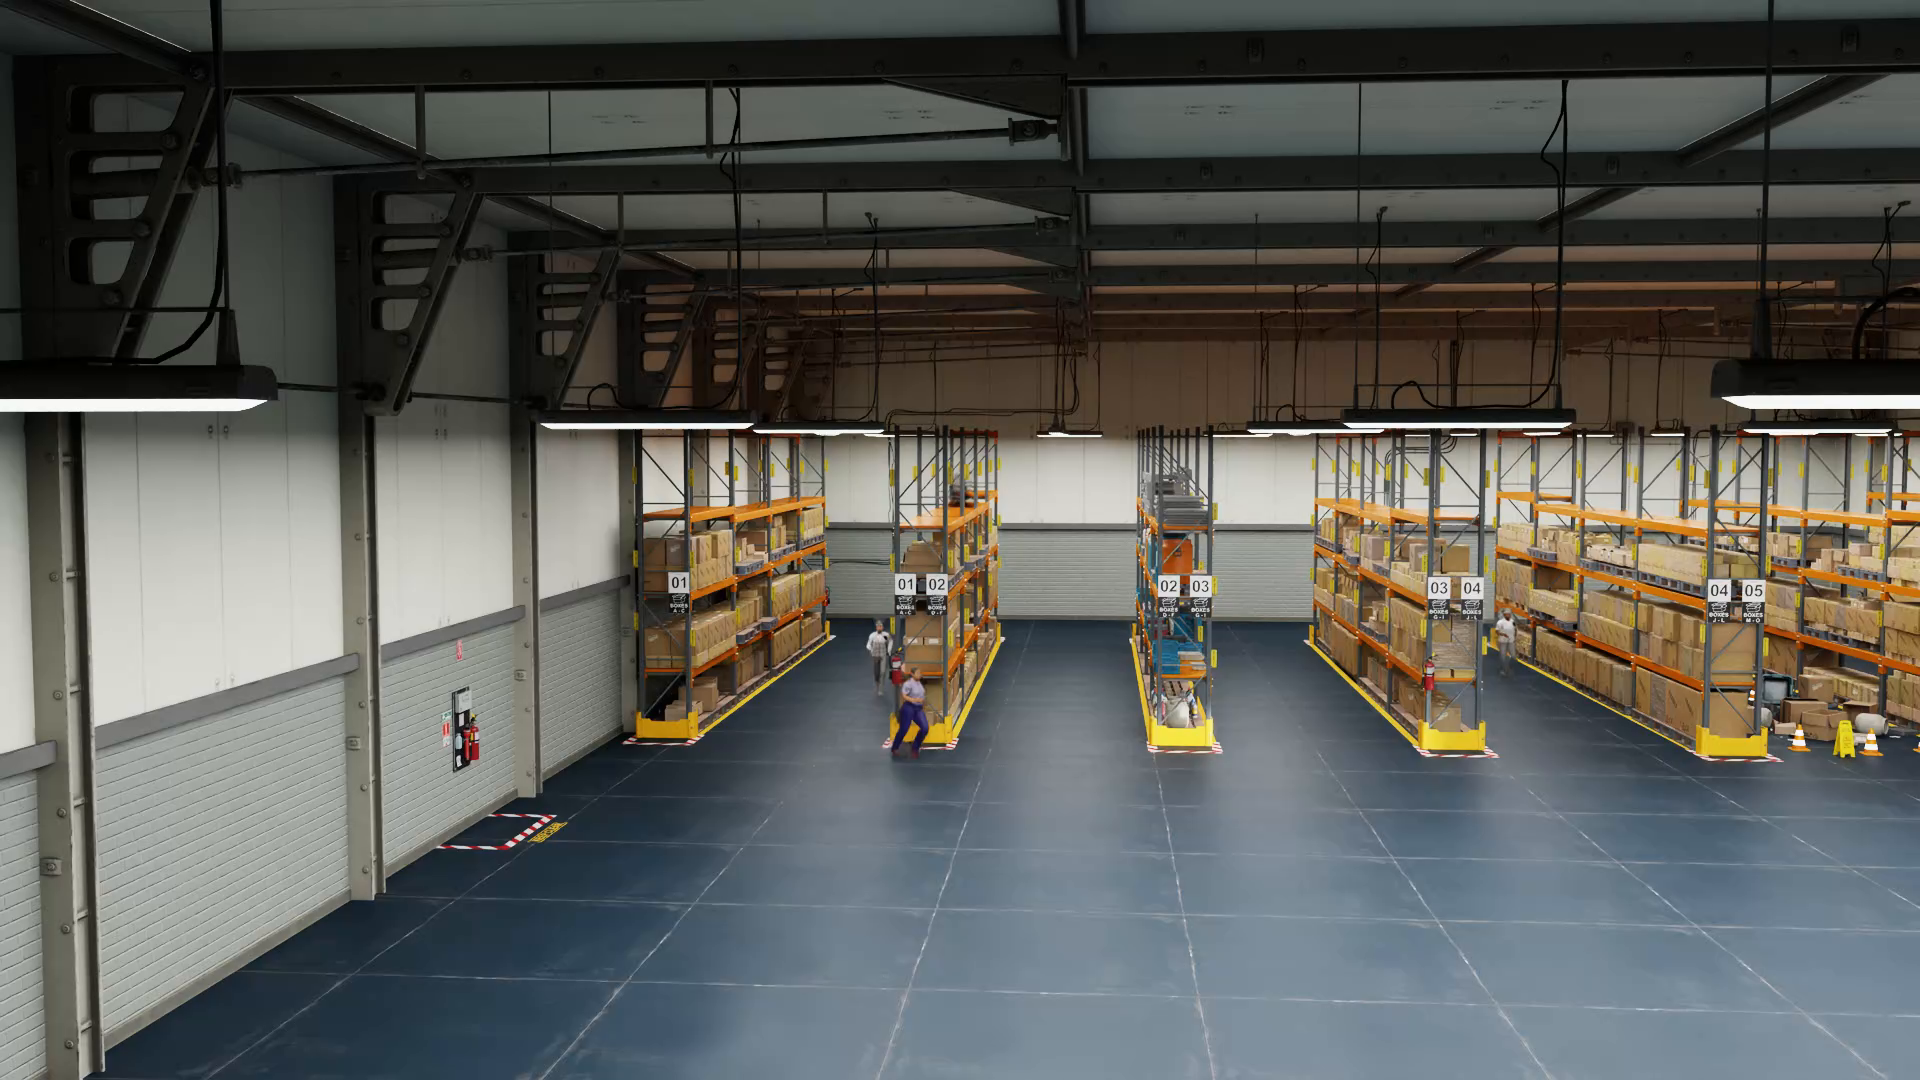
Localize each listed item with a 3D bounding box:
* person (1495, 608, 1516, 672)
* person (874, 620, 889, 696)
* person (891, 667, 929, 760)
[{"bbox_3d":[13.166,2.419,40.028,0.572,1.585,0.683,0,3,1],"label":"person"},{"bbox_3d":[-1.781,2.633,37.471,0.344,1.669,0.892,0,3,-1],"label":"person"},{"bbox_3d":[-0.862,3.124,30.040,0.707,1.660,0.665,3,5,43],"label":"person"}]
